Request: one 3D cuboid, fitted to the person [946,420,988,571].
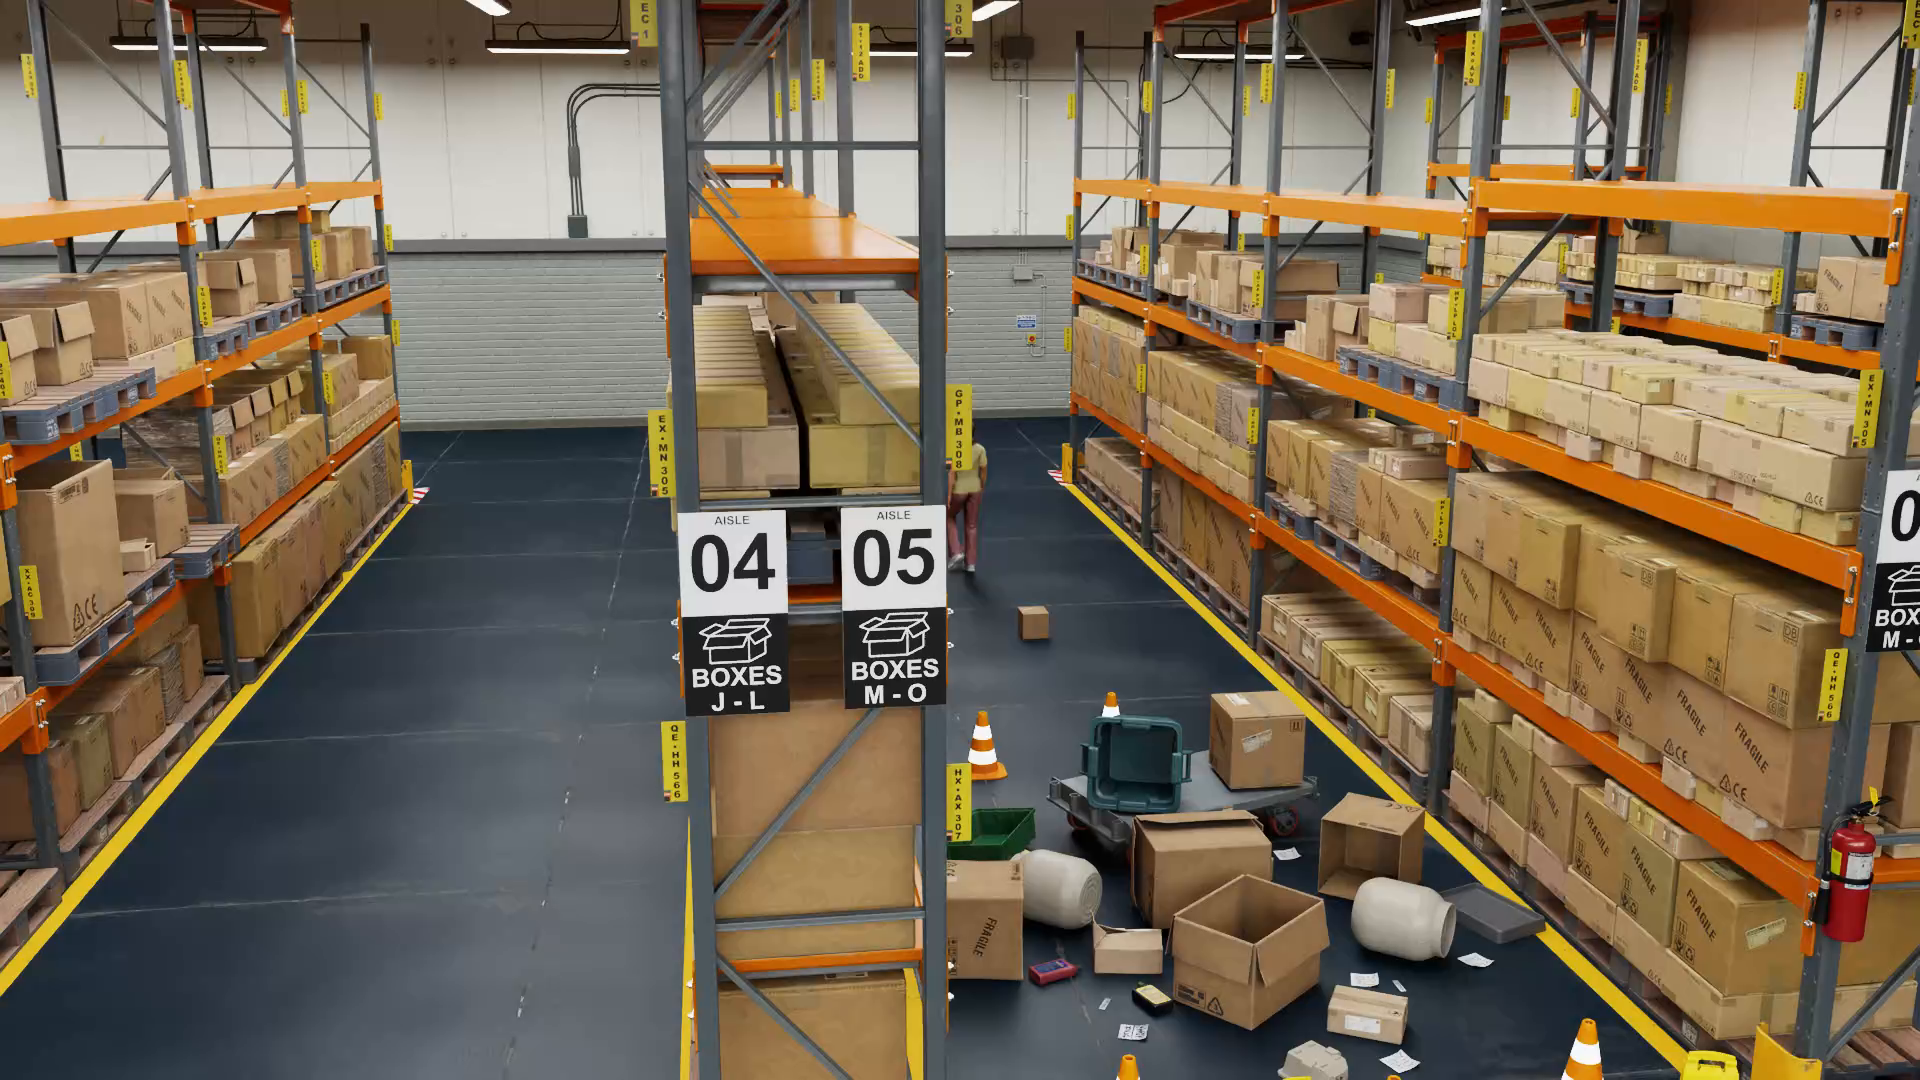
[{"bbox_3d":[0.054,-0.477,18.022,0.478,1.717,0.503,-4,14,-16],"label":"person"}]
